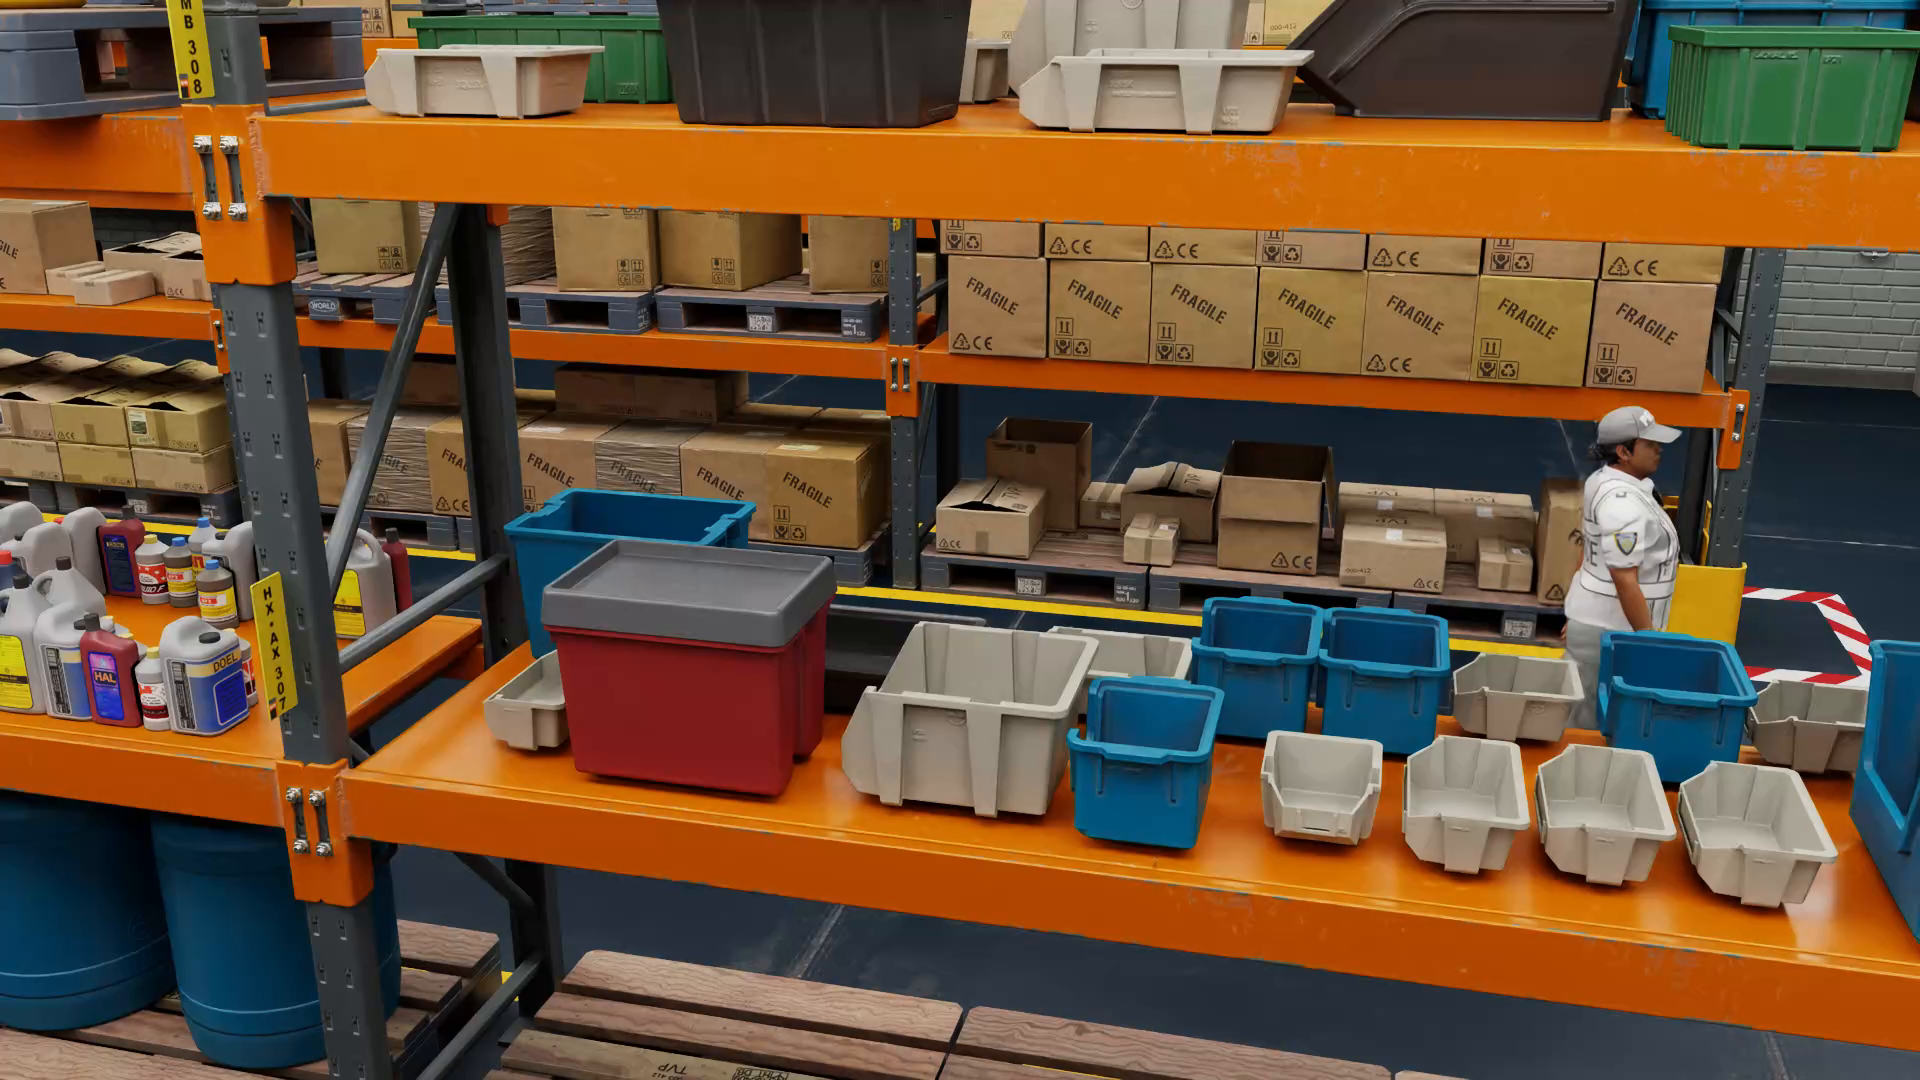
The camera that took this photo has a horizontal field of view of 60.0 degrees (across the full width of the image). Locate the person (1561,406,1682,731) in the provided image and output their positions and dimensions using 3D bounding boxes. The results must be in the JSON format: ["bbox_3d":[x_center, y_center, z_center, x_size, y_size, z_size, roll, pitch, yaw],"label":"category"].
[{"bbox_3d":[2.443,0.301,6.158,1.010,1.611,0.497,7,20,20],"label":"person"}]
